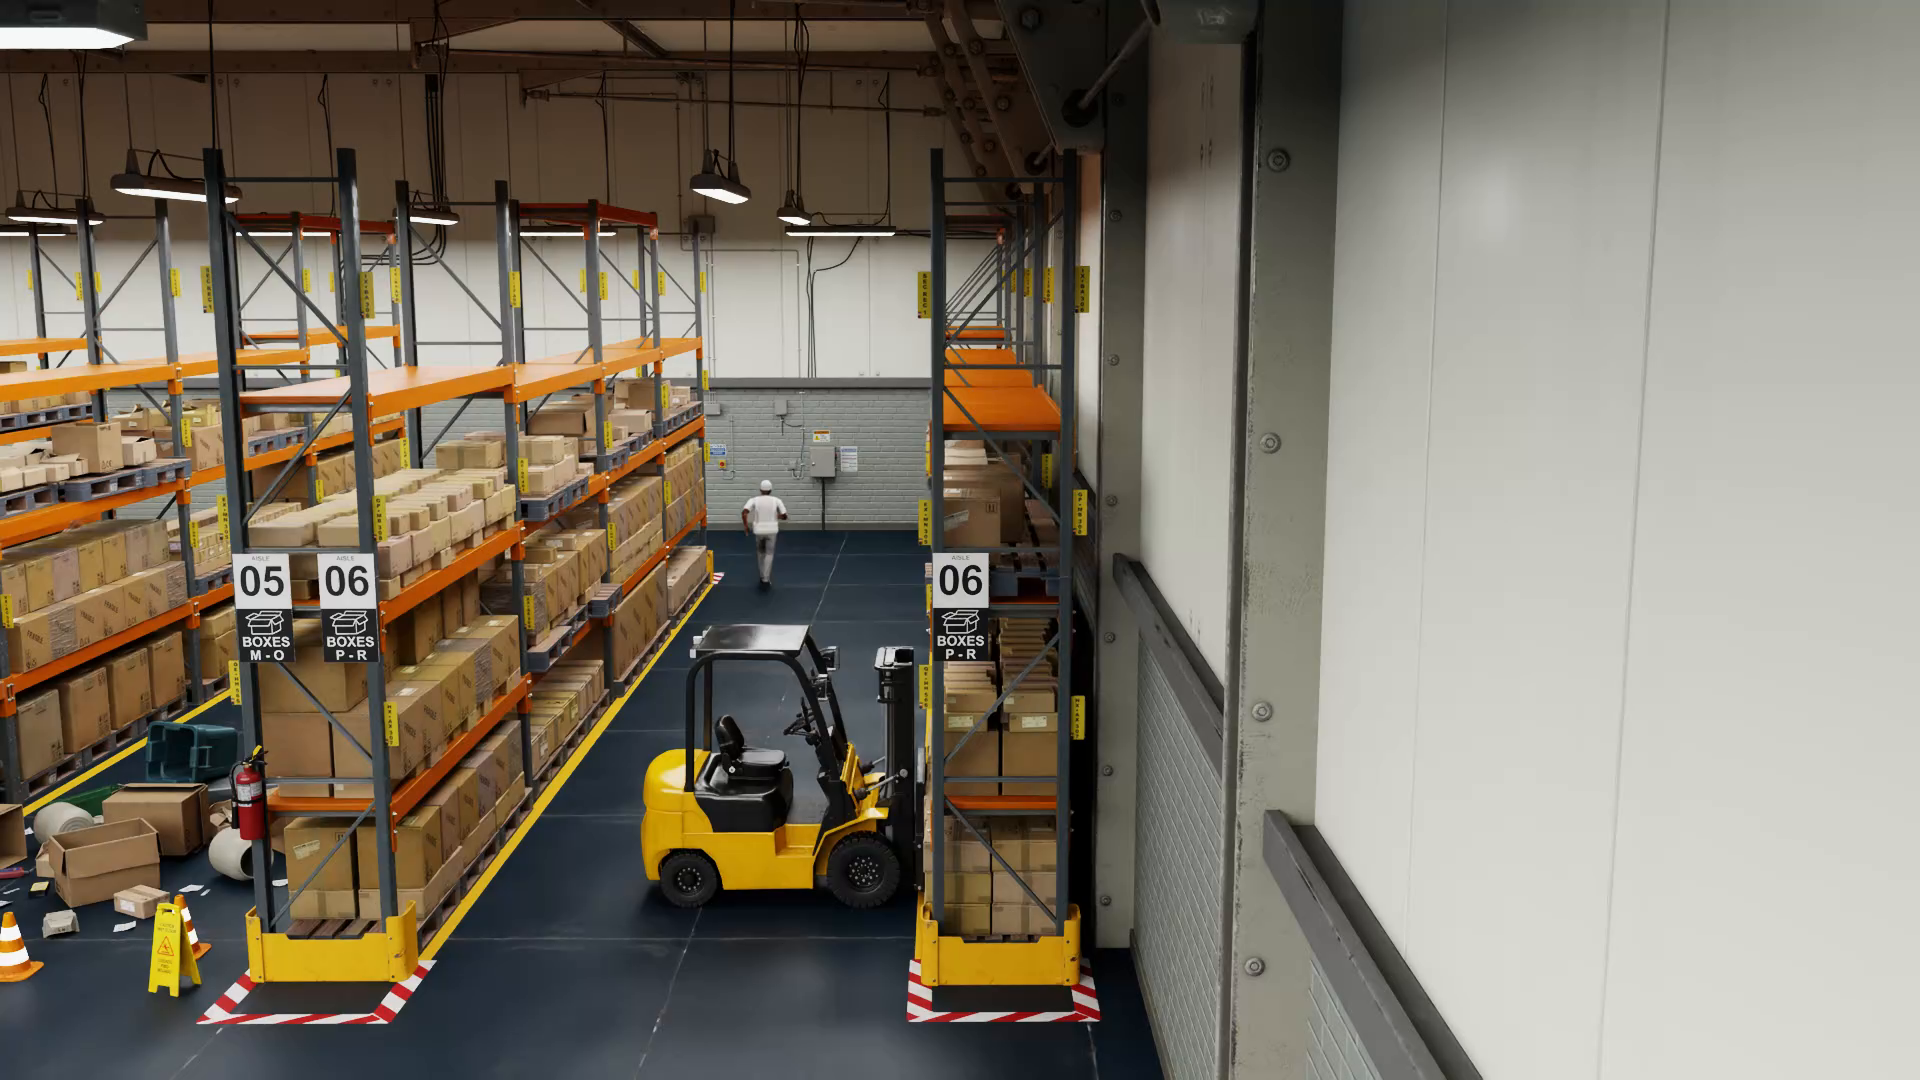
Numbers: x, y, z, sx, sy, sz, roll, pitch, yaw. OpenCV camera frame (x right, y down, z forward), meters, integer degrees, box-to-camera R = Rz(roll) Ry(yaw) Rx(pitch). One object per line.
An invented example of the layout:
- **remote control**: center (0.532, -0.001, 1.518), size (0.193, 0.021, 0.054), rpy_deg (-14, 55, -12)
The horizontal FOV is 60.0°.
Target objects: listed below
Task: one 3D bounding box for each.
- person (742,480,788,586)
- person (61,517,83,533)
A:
- **person**: center (-3.206, -0.088, 27.467), size (0.715, 1.792, 0.903), rpy_deg (0, 9, 3)
- **person**: center (-12.785, 0.445, 24.138), size (0.656, 1.786, 0.930), rpy_deg (0, 9, -3)
